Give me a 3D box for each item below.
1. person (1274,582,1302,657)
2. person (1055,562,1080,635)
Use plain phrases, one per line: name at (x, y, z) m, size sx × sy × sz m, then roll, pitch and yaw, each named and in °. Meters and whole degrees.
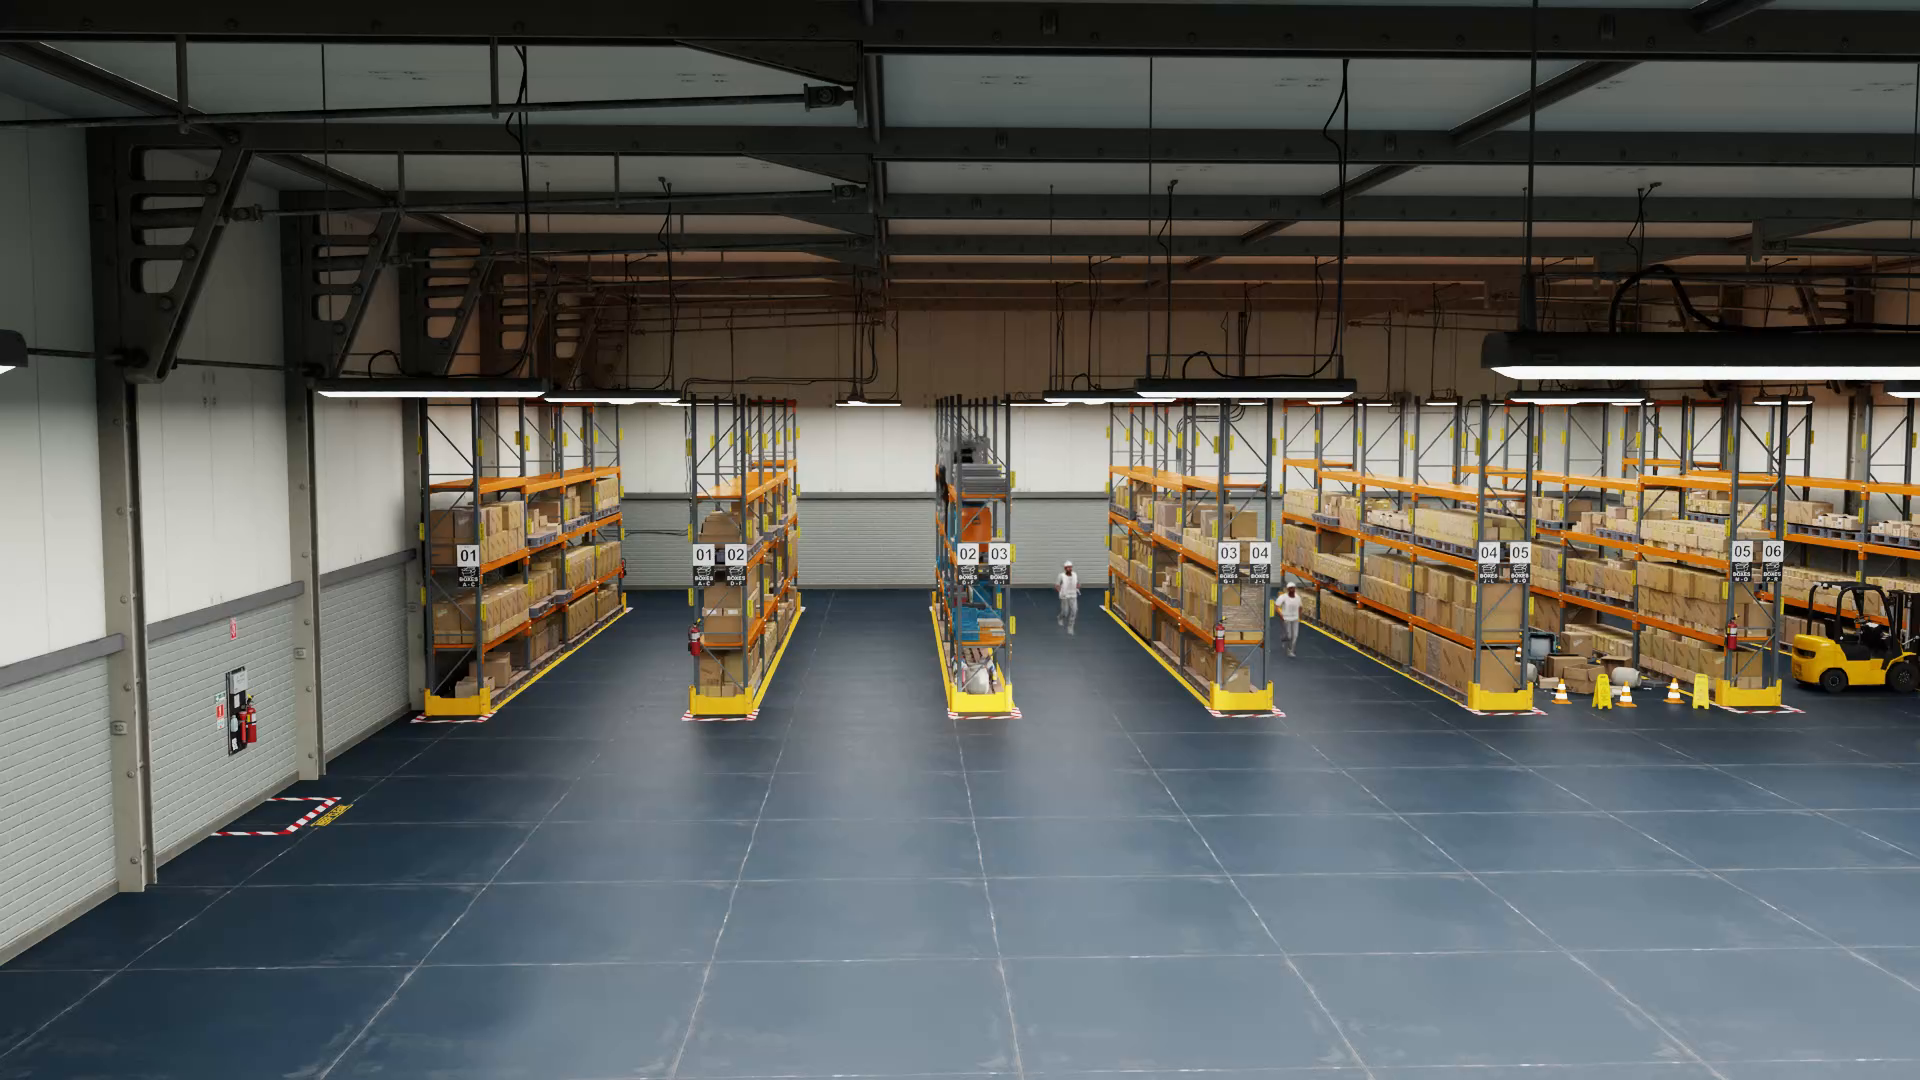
person at (7.652, 1.835, 38.634) m, size 0.697 × 1.725 × 0.677 m, roll -1°, pitch 5°, yaw -13°
person at (2.620, 1.394, 40.305) m, size 0.666 × 1.746 × 0.808 m, roll -1°, pitch 5°, yaw -17°
